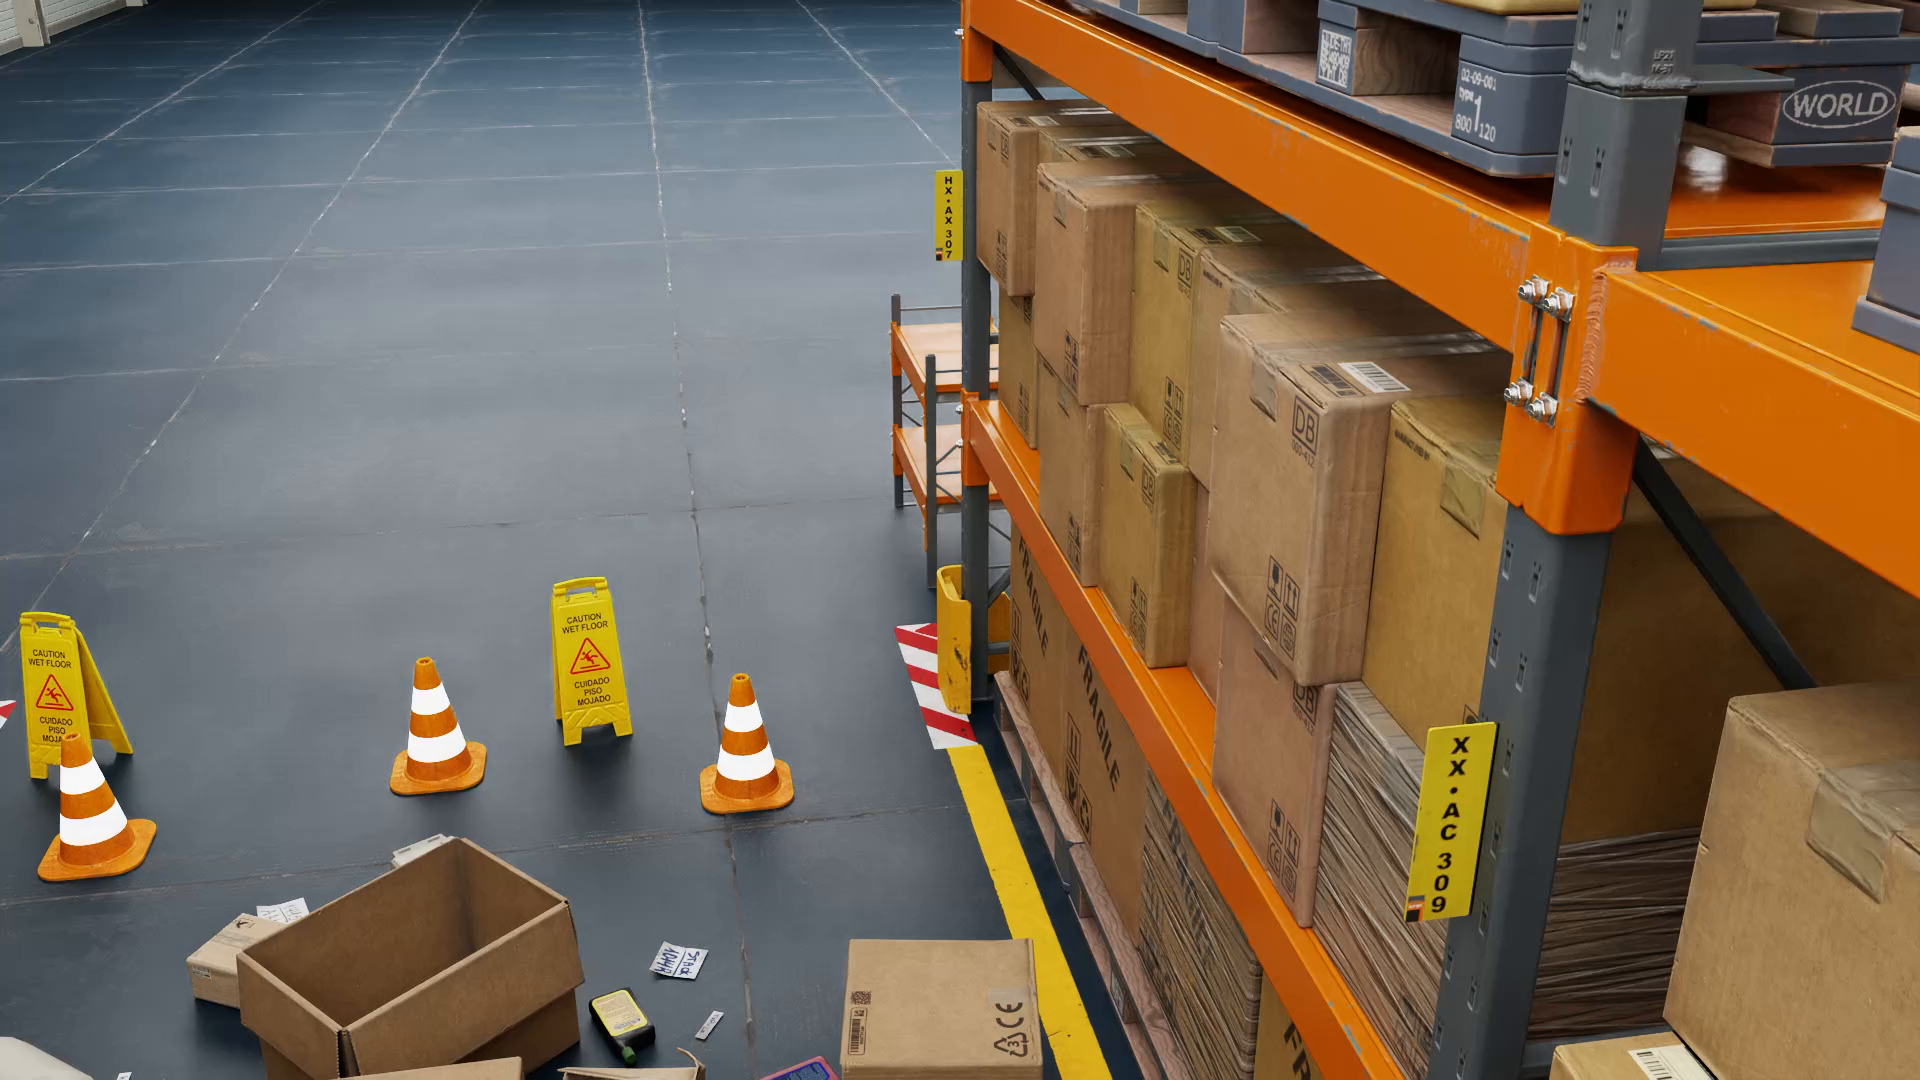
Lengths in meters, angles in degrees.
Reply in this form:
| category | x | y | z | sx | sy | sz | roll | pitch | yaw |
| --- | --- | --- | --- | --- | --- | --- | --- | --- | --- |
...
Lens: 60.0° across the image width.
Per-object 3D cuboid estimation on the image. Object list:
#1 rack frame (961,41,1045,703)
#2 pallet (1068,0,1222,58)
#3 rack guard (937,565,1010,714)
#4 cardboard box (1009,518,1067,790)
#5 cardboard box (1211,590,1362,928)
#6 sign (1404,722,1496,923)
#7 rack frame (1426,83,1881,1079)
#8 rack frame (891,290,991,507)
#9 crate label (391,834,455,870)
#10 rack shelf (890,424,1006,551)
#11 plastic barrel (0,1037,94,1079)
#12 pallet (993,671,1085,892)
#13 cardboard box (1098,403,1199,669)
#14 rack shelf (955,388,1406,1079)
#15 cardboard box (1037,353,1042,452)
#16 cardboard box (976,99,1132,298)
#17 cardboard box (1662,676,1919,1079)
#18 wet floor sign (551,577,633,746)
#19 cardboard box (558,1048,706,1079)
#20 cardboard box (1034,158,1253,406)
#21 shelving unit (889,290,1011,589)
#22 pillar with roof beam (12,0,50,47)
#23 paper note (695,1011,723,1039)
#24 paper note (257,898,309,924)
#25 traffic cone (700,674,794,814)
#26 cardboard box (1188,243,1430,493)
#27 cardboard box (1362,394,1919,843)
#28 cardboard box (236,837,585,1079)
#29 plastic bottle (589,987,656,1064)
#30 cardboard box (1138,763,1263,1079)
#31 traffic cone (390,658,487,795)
| category | x | y | z | sx | sy | sz | roll | pitch | yaw |
| --- | --- | --- | --- | --- | --- | --- | --- | --- | --- |
| rack frame | 0.507 | -0.774 | 6.274 | 1.000 | 3.000 | 0.127 | -4 | 24 | -10 |
| pallet | 0.884 | -1.336 | 3.924 | 1.003 | 0.211 | 1.213 | -4 | 24 | -10 |
| rack guard | 0.503 | 0.362 | 6.796 | 1.175 | 0.500 | 0.348 | -4 | 24 | -10 |
| cardboard box | 0.698 | 0.269 | 6.015 | 0.875 | 0.875 | 0.875 | -4 | 24 | -9 |
| cardboard box | 1.043 | 0.372 | 3.463 | 0.875 | 0.550 | 0.550 | -4 | 24 | -10 |
| sign | 0.702 | 0.408 | 2.387 | 0.100 | 0.325 | 0.005 | -4 | 24 | -10 |
| rack frame | 1.247 | 0.800 | 2.671 | 1.000 | 3.000 | 0.127 | -4 | 24 | -10 |
| rack frame | -0.093 | -0.713 | 8.477 | 0.500 | 1.125 | 0.032 | -4 | 24 | -10 |
| crate label | -1.757 | 1.107 | 5.545 | 0.250 | 0.136 | 0.298 | -19 | 30 | -37 |
| rack shelf | 0.001 | -0.289 | 8.117 | 0.538 | 0.278 | 1.000 | -4 | 24 | -10 |
| plastic barrel | -2.469 | 1.513 | 4.256 | 0.512 | 0.421 | 0.421 | 13 | 27 | 27 |
| pallet | 0.732 | 0.813 | 6.125 | 1.003 | 0.211 | 1.213 | -4 | 24 | -10 |
| cardboard box | 0.862 | -0.050 | 4.429 | 0.875 | 0.550 | 0.500 | -4 | 24 | -10 |
| rack shelf | 0.877 | 0.343 | 4.616 | 1.077 | 0.370 | 4.000 | -4 | 24 | -10 |
| cardboard box | 0.744 | -0.485 | 5.425 | 0.875 | 0.550 | 0.550 | -4 | 24 | -10 |
| cardboard box | 0.538 | -1.188 | 5.687 | 0.875 | 0.550 | 0.550 | -4 | 24 | -10 |
| cardboard box | 1.345 | 0.491 | 2.005 | 0.700 | 0.500 | 0.500 | -5 | 24 | -11 |
| wet floor sign | -1.444 | 0.440 | 6.435 | 0.267 | 0.644 | 0.232 | -9 | 25 | -19 |
| cardboard box | -0.881 | 1.513 | 4.454 | 0.396 | 0.266 | 0.258 | 0 | 24 | -1 |
| cardboard box | 0.700 | -0.749 | 4.680 | 0.875 | 0.550 | 0.550 | -4 | 24 | -10 |
| shelving unit | 0.001 | -0.513 | 8.019 | 0.538 | 1.125 | 1.048 | -4 | 24 | -10 |
| pillar with roof beam | -10.180 | -12.166 | 24.863 | 9.100 | 9.000 | 0.400 | -4 | 24 | -10 |
| paper note | -0.744 | 1.440 | 4.939 | 0.032 | 0.001 | 0.123 | 8 | 25 | 18 |
| paper note | -2.208 | 1.218 | 5.424 | 0.148 | 0.019 | 0.142 | -13 | 27 | -28 |
| traffic cone | -0.790 | 0.703 | 6.062 | 0.336 | 0.463 | 0.334 | -4 | 24 | -10 |
| cardboard box | 1.032 | -0.342 | 3.748 | 0.875 | 0.550 | 0.550 | -4 | 24 | -10 |
| cardboard box | 1.213 | 0.088 | 2.763 | 0.875 | 0.550 | 0.550 | -4 | 24 | -10 |
| cardboard box | -1.526 | 1.280 | 4.691 | 0.637 | 0.503 | 0.797 | 18 | 29 | 36 |
| plastic bottle | -0.983 | 1.432 | 4.894 | 0.133 | 0.061 | 0.283 | -13 | 27 | -28 |
| cardboard box | 1.029 | 0.974 | 4.402 | 0.875 | 0.875 | 0.875 | -4 | 24 | -9 |
| traffic cone | -1.963 | 0.653 | 6.177 | 0.336 | 0.463 | 0.334 | -4 | 24 | -10 |
